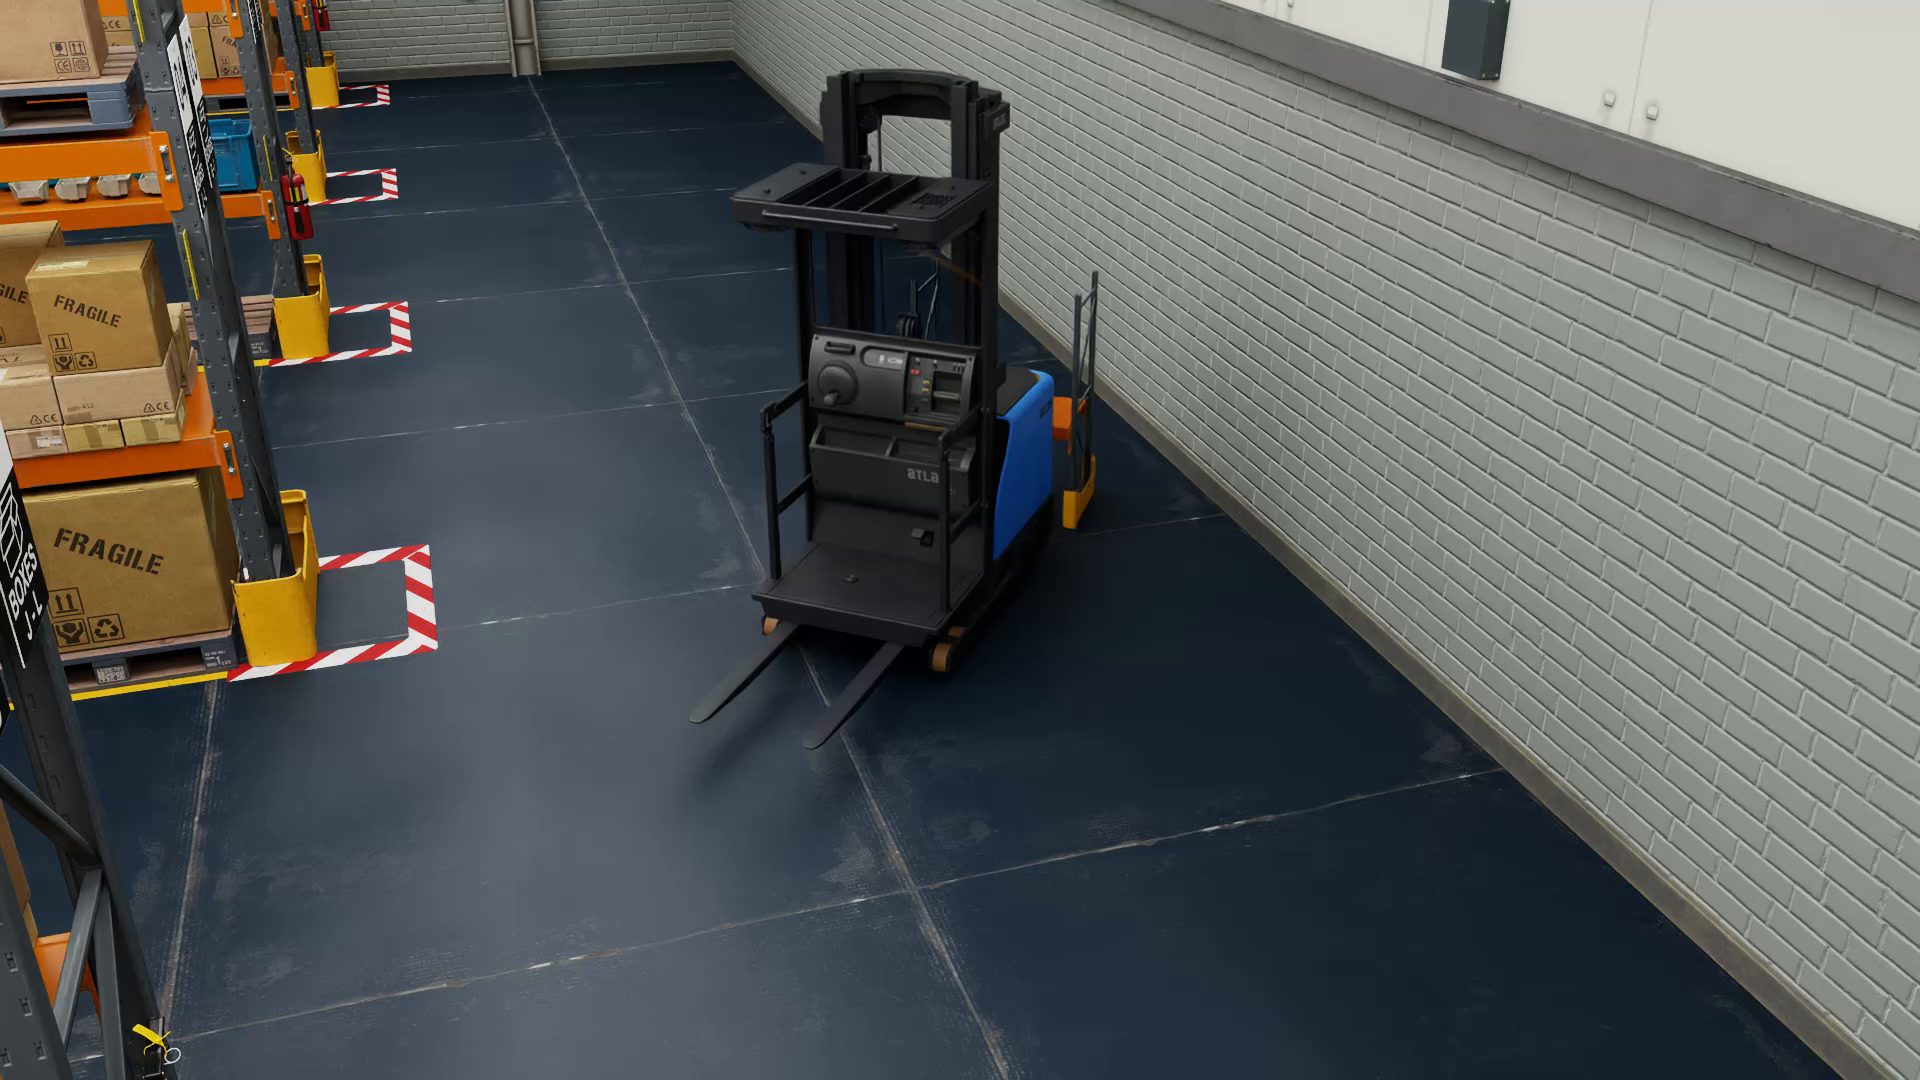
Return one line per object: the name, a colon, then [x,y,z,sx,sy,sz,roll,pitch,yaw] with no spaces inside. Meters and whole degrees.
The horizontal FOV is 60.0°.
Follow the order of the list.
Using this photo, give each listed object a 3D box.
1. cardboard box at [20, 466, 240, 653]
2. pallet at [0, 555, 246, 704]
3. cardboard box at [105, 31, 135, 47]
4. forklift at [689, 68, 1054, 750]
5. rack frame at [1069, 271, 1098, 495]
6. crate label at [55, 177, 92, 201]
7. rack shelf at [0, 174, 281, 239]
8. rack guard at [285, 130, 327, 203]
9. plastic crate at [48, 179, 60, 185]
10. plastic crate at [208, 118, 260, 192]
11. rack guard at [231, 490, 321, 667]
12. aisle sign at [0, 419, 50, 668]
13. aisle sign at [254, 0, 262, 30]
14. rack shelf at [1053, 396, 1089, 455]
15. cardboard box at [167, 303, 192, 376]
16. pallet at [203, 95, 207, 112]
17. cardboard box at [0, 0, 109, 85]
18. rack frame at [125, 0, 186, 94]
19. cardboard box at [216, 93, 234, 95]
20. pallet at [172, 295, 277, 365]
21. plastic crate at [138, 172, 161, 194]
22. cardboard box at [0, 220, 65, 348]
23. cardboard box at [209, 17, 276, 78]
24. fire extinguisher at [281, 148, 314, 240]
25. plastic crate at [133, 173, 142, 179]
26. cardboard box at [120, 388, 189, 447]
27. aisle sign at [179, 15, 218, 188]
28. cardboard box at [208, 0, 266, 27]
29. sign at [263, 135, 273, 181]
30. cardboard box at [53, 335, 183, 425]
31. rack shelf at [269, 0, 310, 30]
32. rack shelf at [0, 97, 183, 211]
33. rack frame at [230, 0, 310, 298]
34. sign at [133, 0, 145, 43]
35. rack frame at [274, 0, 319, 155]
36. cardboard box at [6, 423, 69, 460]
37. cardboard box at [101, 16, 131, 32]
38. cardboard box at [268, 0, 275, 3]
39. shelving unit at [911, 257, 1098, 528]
cardboard box: [-4.418,-0.038,8.870,0.875,0.875,0.875,-8,28,-16]
pallet: [-4.571,0.469,9.068,1.213,0.211,1.003,-8,28,-16]
cardboard box: [-8.209,-4.841,16.515,0.500,0.500,0.500,-8,28,-16]
forklift: [-0.441,-0.815,8.595,1.130,2.935,3.031,10,28,19]
rack frame: [0.763,-0.872,10.321,0.032,1.500,0.500,8,27,15]
crate label: [-6.625,-2.655,12.453,0.243,0.136,0.396,-8,28,-16]
rack shelf: [-7.270,-2.420,12.560,4.000,0.370,1.077,-8,28,-16]
rack guard: [-6.971,-3.982,17.709,0.348,0.500,1.175,-8,28,-16]
plastic crate: [-6.957,-2.893,12.825,0.300,0.233,0.416,-8,28,-16]
plastic crate: [-5.629,-2.935,12.681,0.499,0.435,0.616,-8,28,-16]
rack guard: [-3.812,0.193,9.299,0.348,0.500,1.175,-8,28,-16]
aisle sign: [-2.418,-0.113,4.182,0.004,0.787,0.394,-8,28,-16]
aisle sign: [-5.392,-4.317,12.649,0.004,0.787,0.394,-8,28,-16]
rack shelf: [0.276,-0.777,10.532,1.000,0.185,0.538,8,27,15]
cardboard box: [-4.375,-1.037,8.800,0.500,0.250,0.500,-9,28,-17]
pallet: [-10.330,-5.648,21.389,1.213,0.211,1.003,-8,28,-16]
cardboard box: [-4.312,-2.450,7.741,0.500,0.500,0.700,-10,28,-19]
rack frame: [-3.835,-3.610,7.402,0.127,3.000,1.000,-8,28,-16]
cardboard box: [-9.547,-6.067,21.436,0.500,0.500,0.700,-8,28,-16]
pallet: [-6.165,-1.671,13.379,1.213,0.211,1.003,-8,28,-16]
plastic crate: [-6.088,-2.737,12.619,0.243,0.136,0.396,-8,28,-16]
cardboard box: [-4.850,-1.304,8.495,0.500,0.500,0.500,-9,28,-17]
cardboard box: [-7.240,-4.980,16.796,0.500,0.500,0.500,-7,27,-15]
fire extinguisher: [-5.084,-2.644,12.709,0.183,0.674,0.296,-8,28,-16]
plastic crate: [-6.331,-2.984,13.008,0.300,0.233,0.416,-8,28,-16]
cardboard box: [-4.071,-0.622,8.413,0.250,0.149,0.380,-8,27,-15]
aisle sign: [-3.859,-2.224,8.434,0.004,0.787,0.394,-8,28,-16]
cardboard box: [-7.237,-5.427,16.572,0.500,0.500,0.500,-8,28,-17]
sign: [-5.183,-2.860,12.454,0.005,0.325,0.100,-8,28,-16]
cardboard box: [-4.213,-0.810,8.343,0.500,0.250,0.500,-9,28,-17]
rack shelf: [-10.338,-6.608,20.997,4.000,0.370,1.077,-8,28,-16]
rack shelf: [-5.736,-1.669,7.674,4.000,0.370,1.077,-8,28,-16]
rack frame: [-5.368,-3.017,12.954,0.127,3.000,1.000,-8,28,-16]
sign: [-3.680,-2.396,7.424,0.005,0.325,0.100,-8,28,-16]
rack frame: [-6.899,-5.112,17.174,0.127,3.000,1.000,-8,28,-16]
cardboard box: [-4.558,-0.552,8.270,0.250,0.149,0.380,-8,28,-16]
cardboard box: [-8.208,-5.284,16.283,0.500,0.500,0.500,-7,27,-15]
cardboard box: [-8.918,-7.266,21.175,0.700,0.700,0.980,-7,27,-14]
shelving unit: [0.285,-0.937,10.450,1.083,1.500,0.587,8,27,15]
